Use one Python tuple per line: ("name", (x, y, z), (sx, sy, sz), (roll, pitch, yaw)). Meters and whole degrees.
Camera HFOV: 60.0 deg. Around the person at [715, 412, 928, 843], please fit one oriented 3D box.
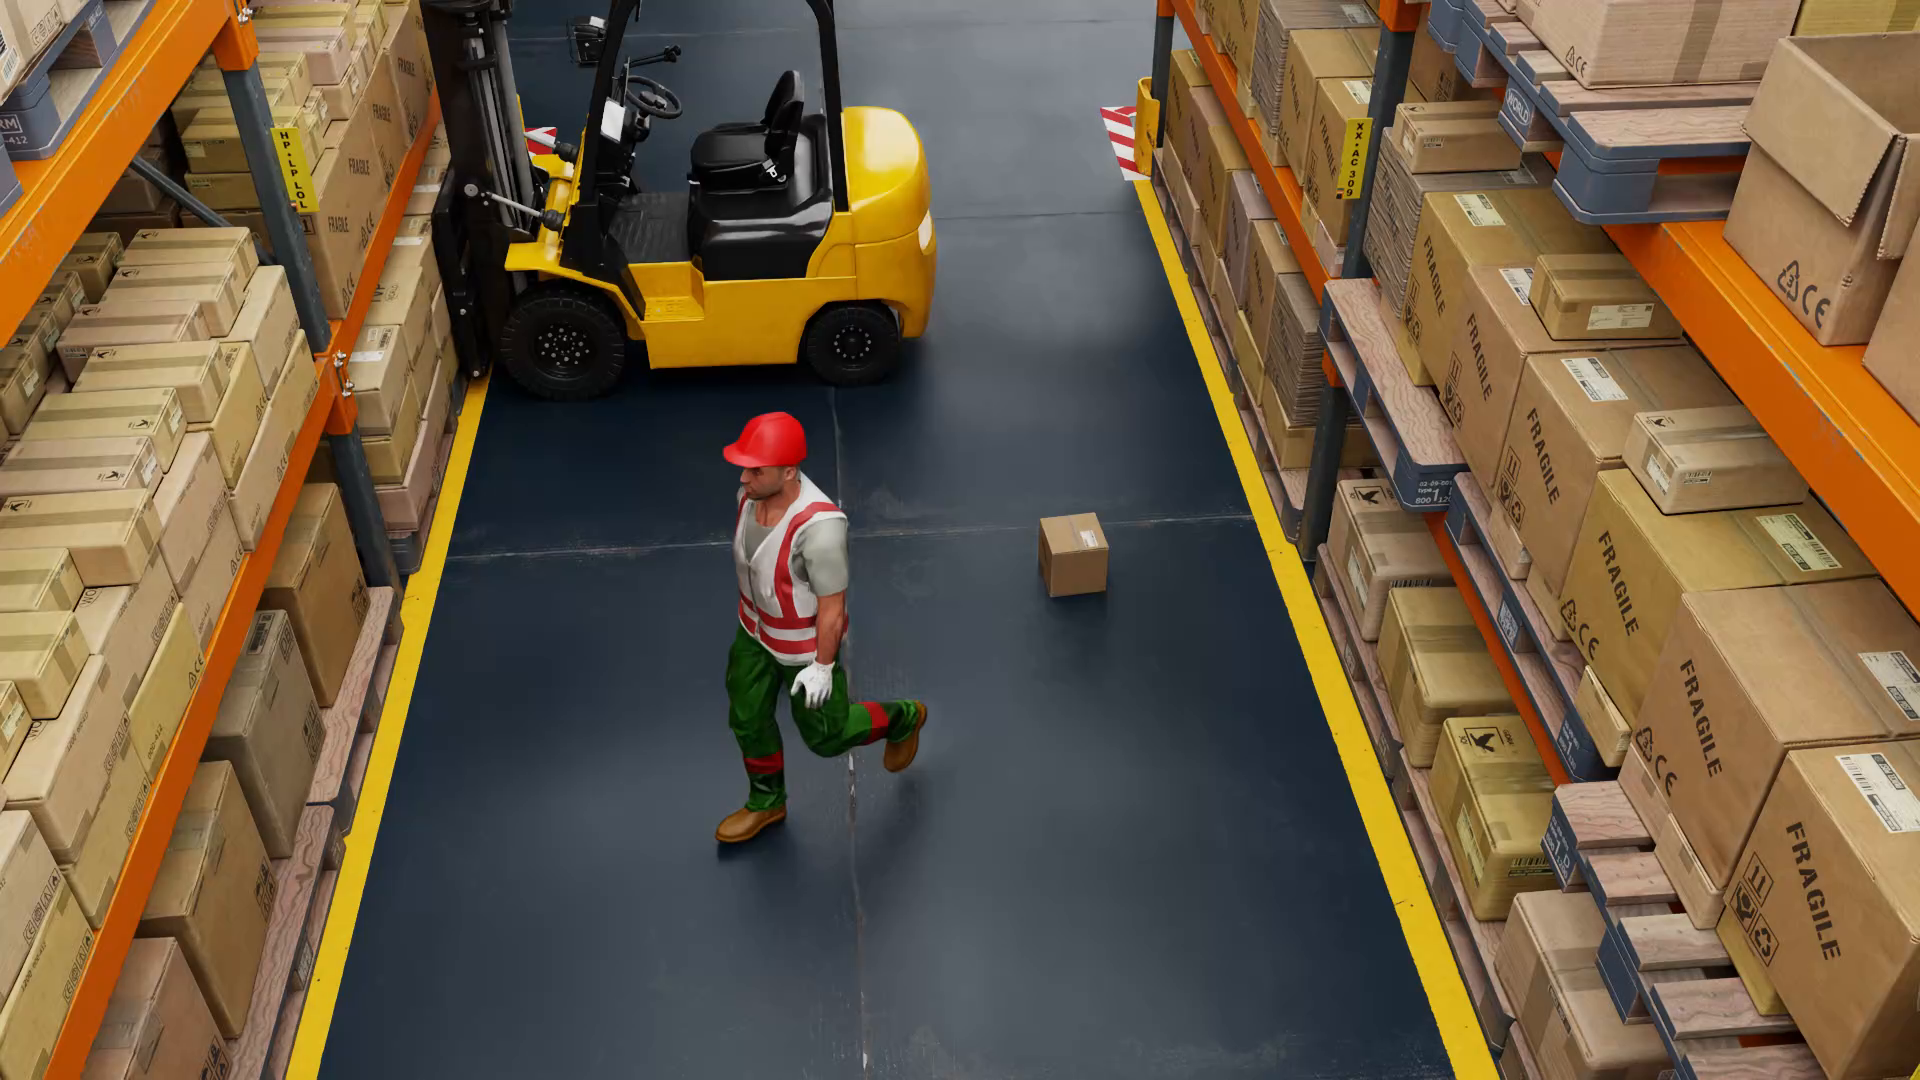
("person", (-0.531, 0.292, 5.759), (0.855, 1.764, 0.539), (-31, 48, -32))
